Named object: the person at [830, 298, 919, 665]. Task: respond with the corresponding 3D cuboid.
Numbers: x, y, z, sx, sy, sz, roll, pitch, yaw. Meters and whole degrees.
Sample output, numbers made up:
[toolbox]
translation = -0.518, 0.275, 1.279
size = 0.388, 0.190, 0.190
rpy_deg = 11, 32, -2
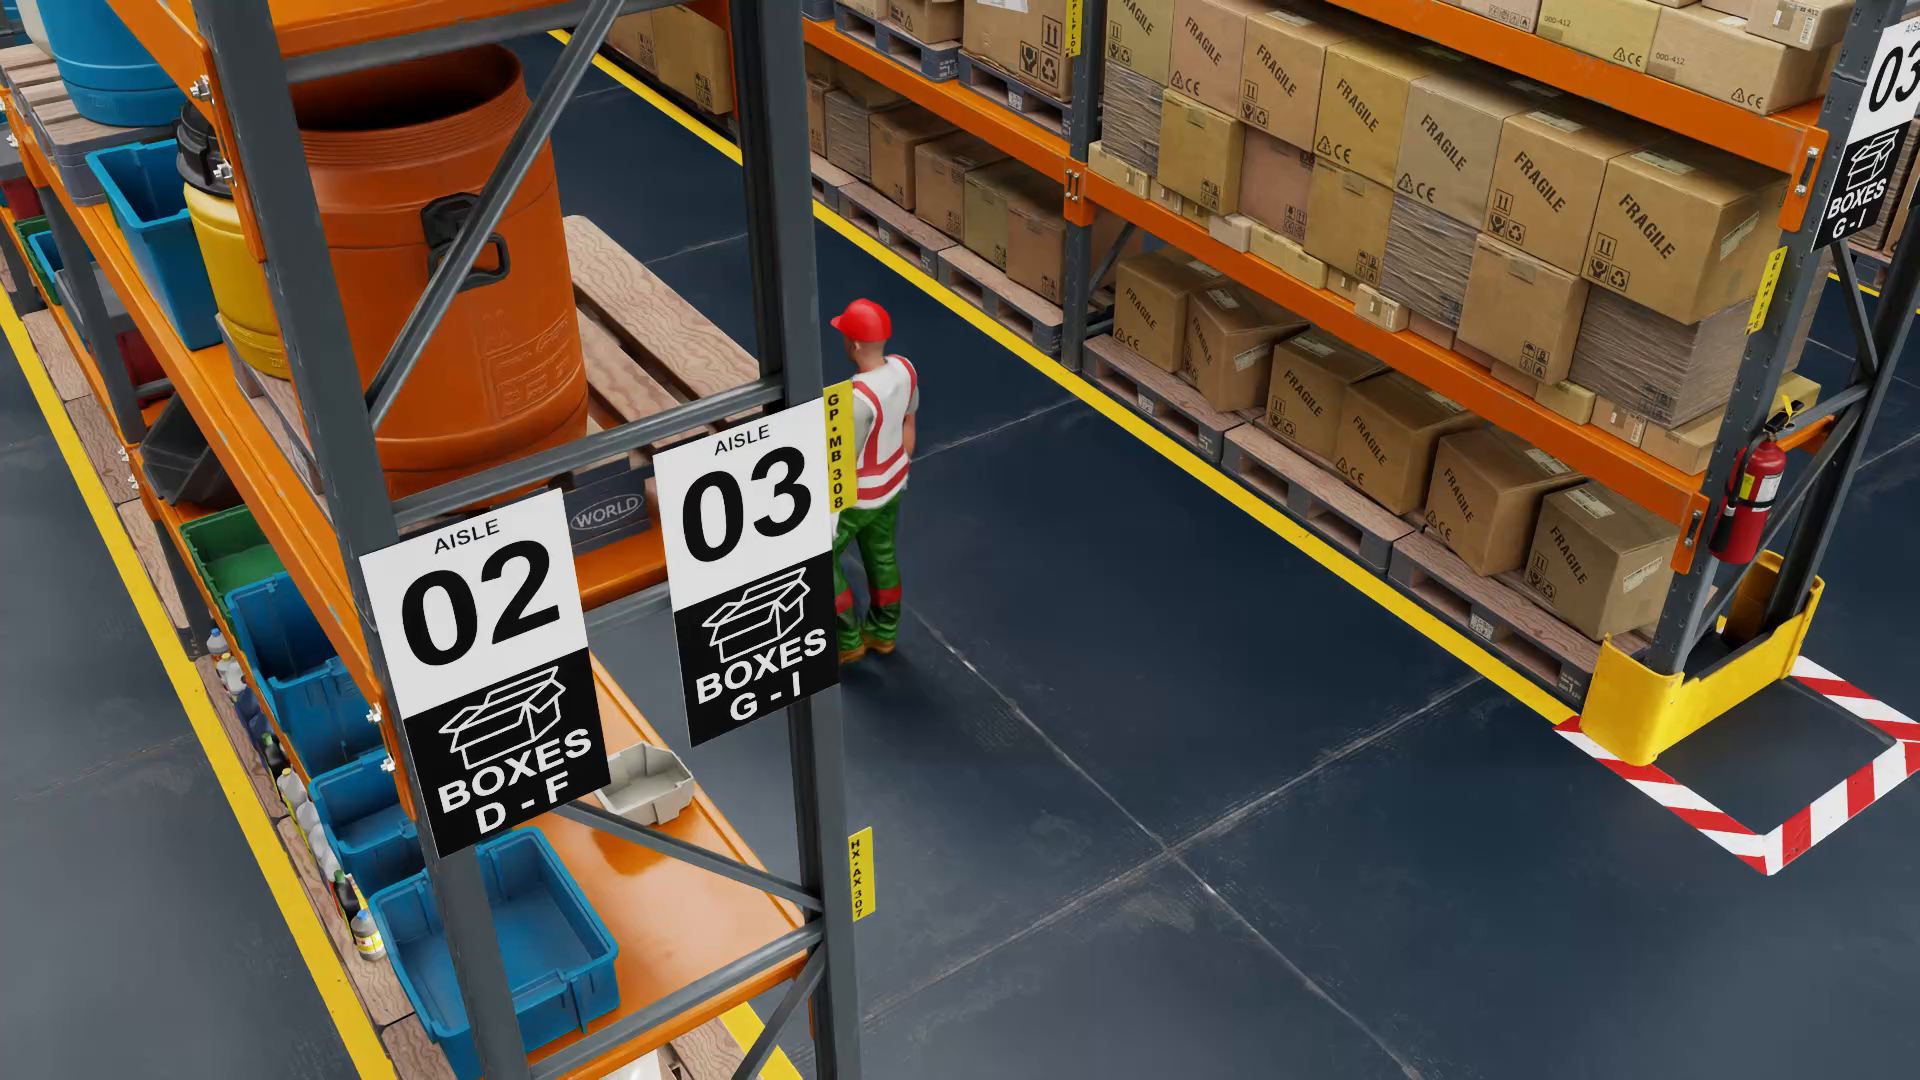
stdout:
[person]
translation = -0.449, -0.223, 7.304
size = 0.423, 1.815, 0.576
rpy_deg = 18, 40, 23
